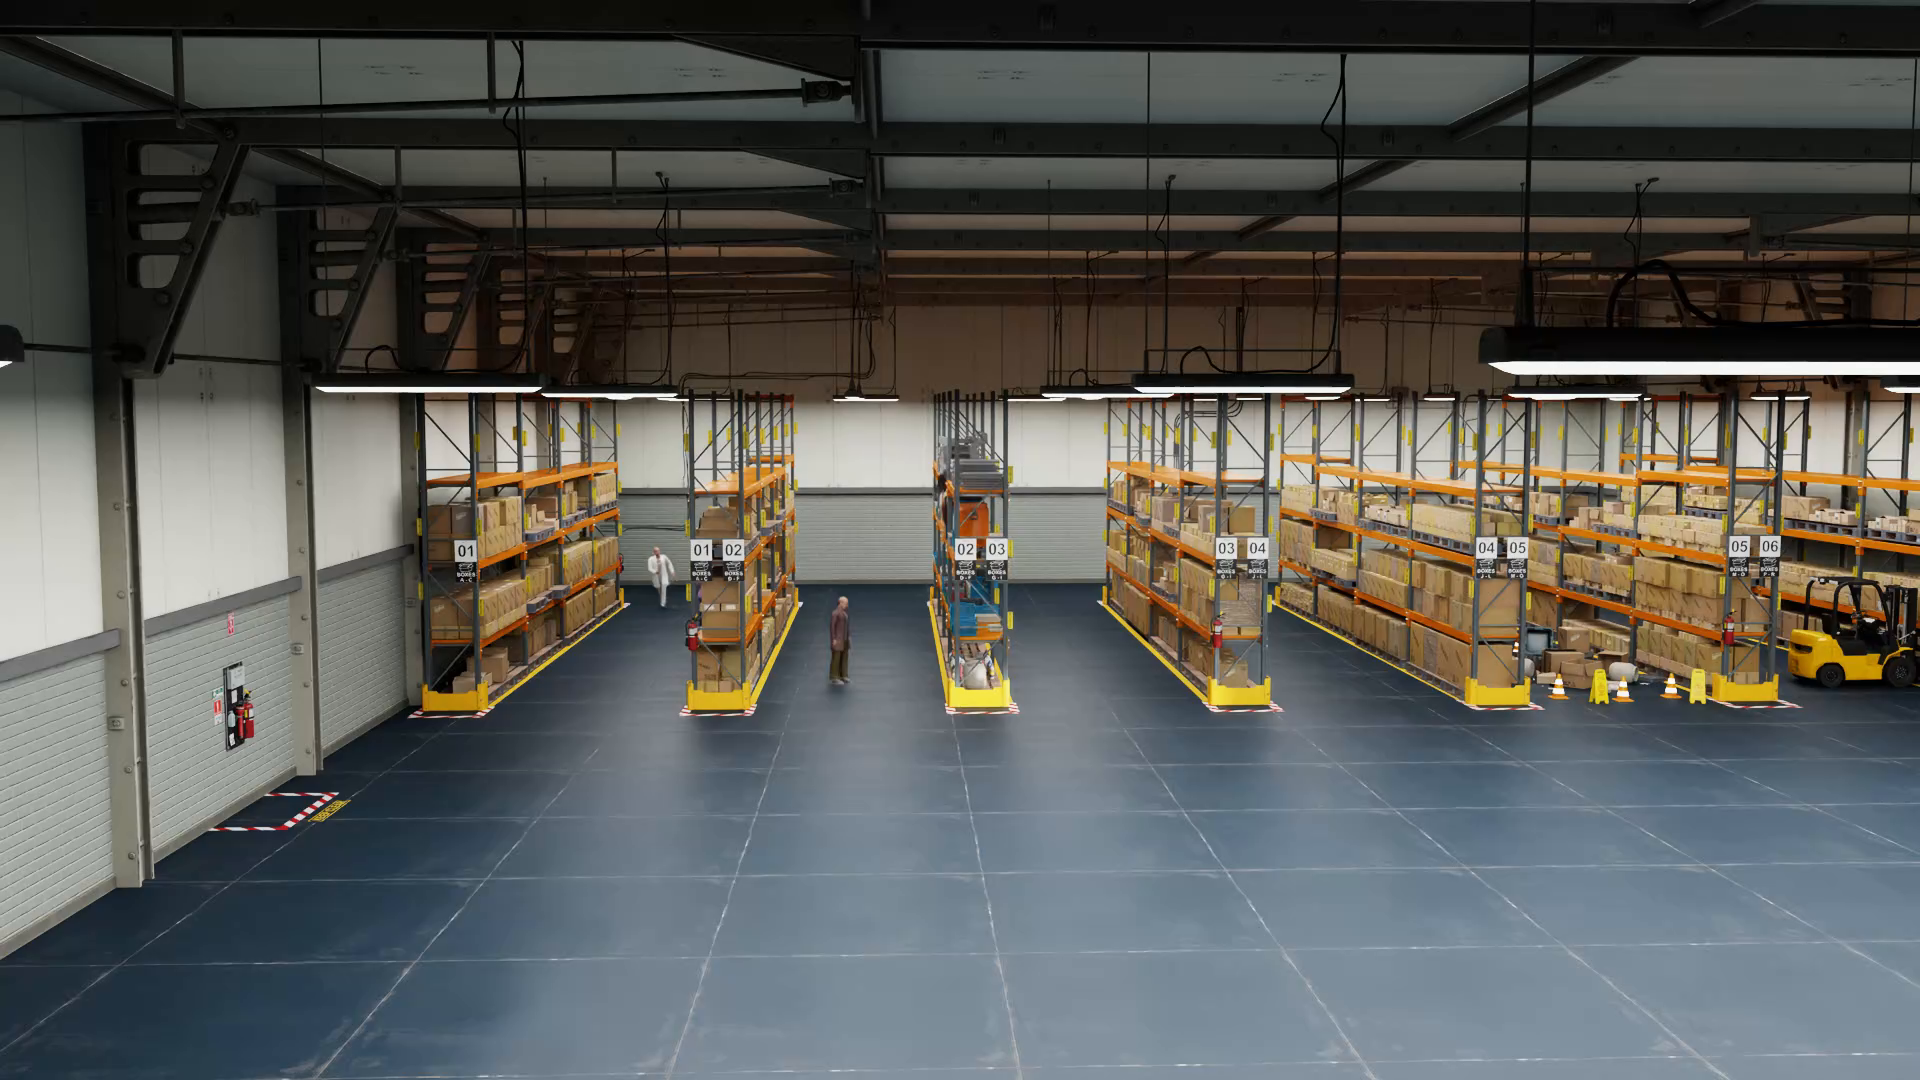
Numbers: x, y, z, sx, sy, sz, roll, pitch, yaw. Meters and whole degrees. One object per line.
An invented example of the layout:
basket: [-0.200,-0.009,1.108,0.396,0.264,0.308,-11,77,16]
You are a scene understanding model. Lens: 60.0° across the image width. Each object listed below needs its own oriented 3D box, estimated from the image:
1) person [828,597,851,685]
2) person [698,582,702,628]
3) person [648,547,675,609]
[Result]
person: [-2.428,2.047,34.119,0.417,1.782,0.641,2,5,25]
person: [-6.470,1.471,42.204,0.365,1.600,0.481,0,5,-4]
person: [-8.351,1.057,46.510,0.724,1.718,1.098,0,5,-4]
